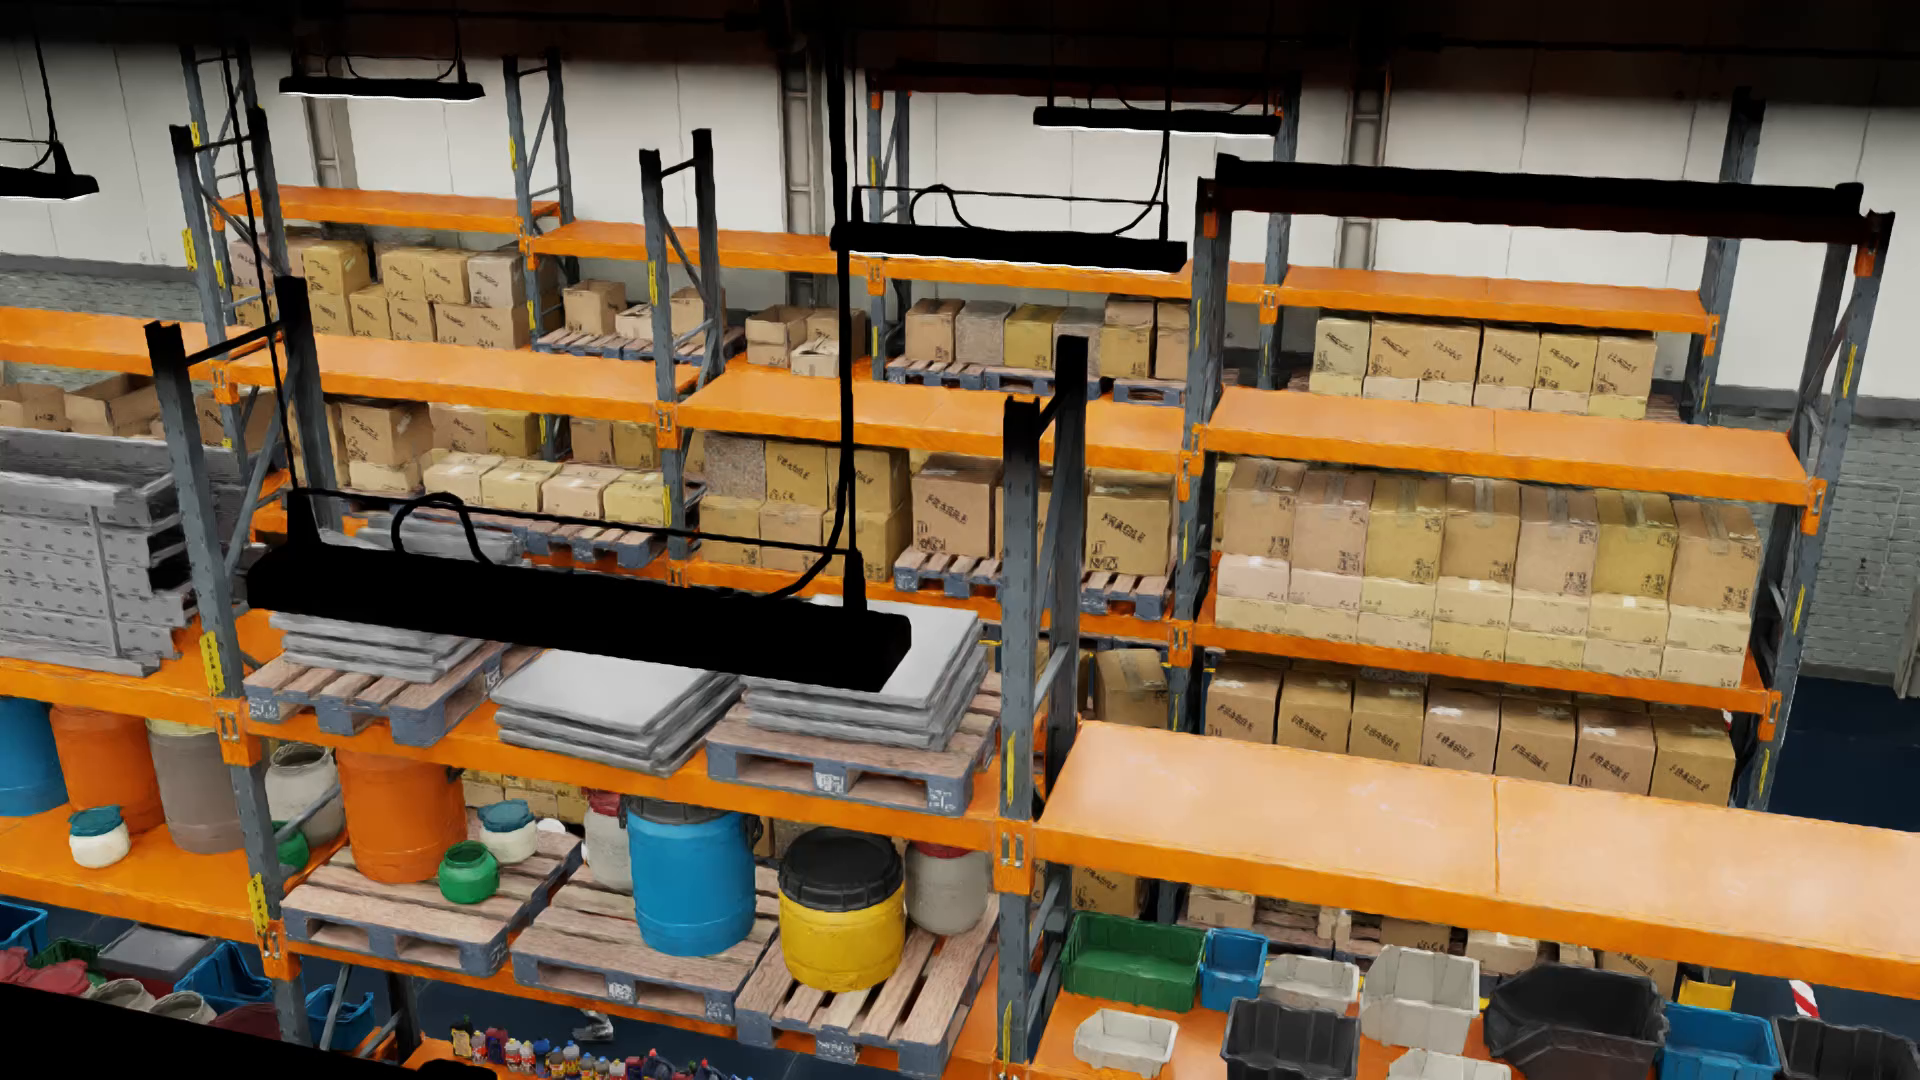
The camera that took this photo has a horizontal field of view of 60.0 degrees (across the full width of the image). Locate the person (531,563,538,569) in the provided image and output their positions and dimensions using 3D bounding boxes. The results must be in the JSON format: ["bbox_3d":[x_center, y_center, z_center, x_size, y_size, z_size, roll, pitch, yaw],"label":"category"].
[{"bbox_3d":[-4.417,0.797,16.586,1.103,1.716,0.573,10,25,23],"label":"person"}]

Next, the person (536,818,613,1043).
[{"bbox_3d":[-2.755,2.757,11.893,0.552,1.742,0.677,6,23,13],"label":"person"}]
